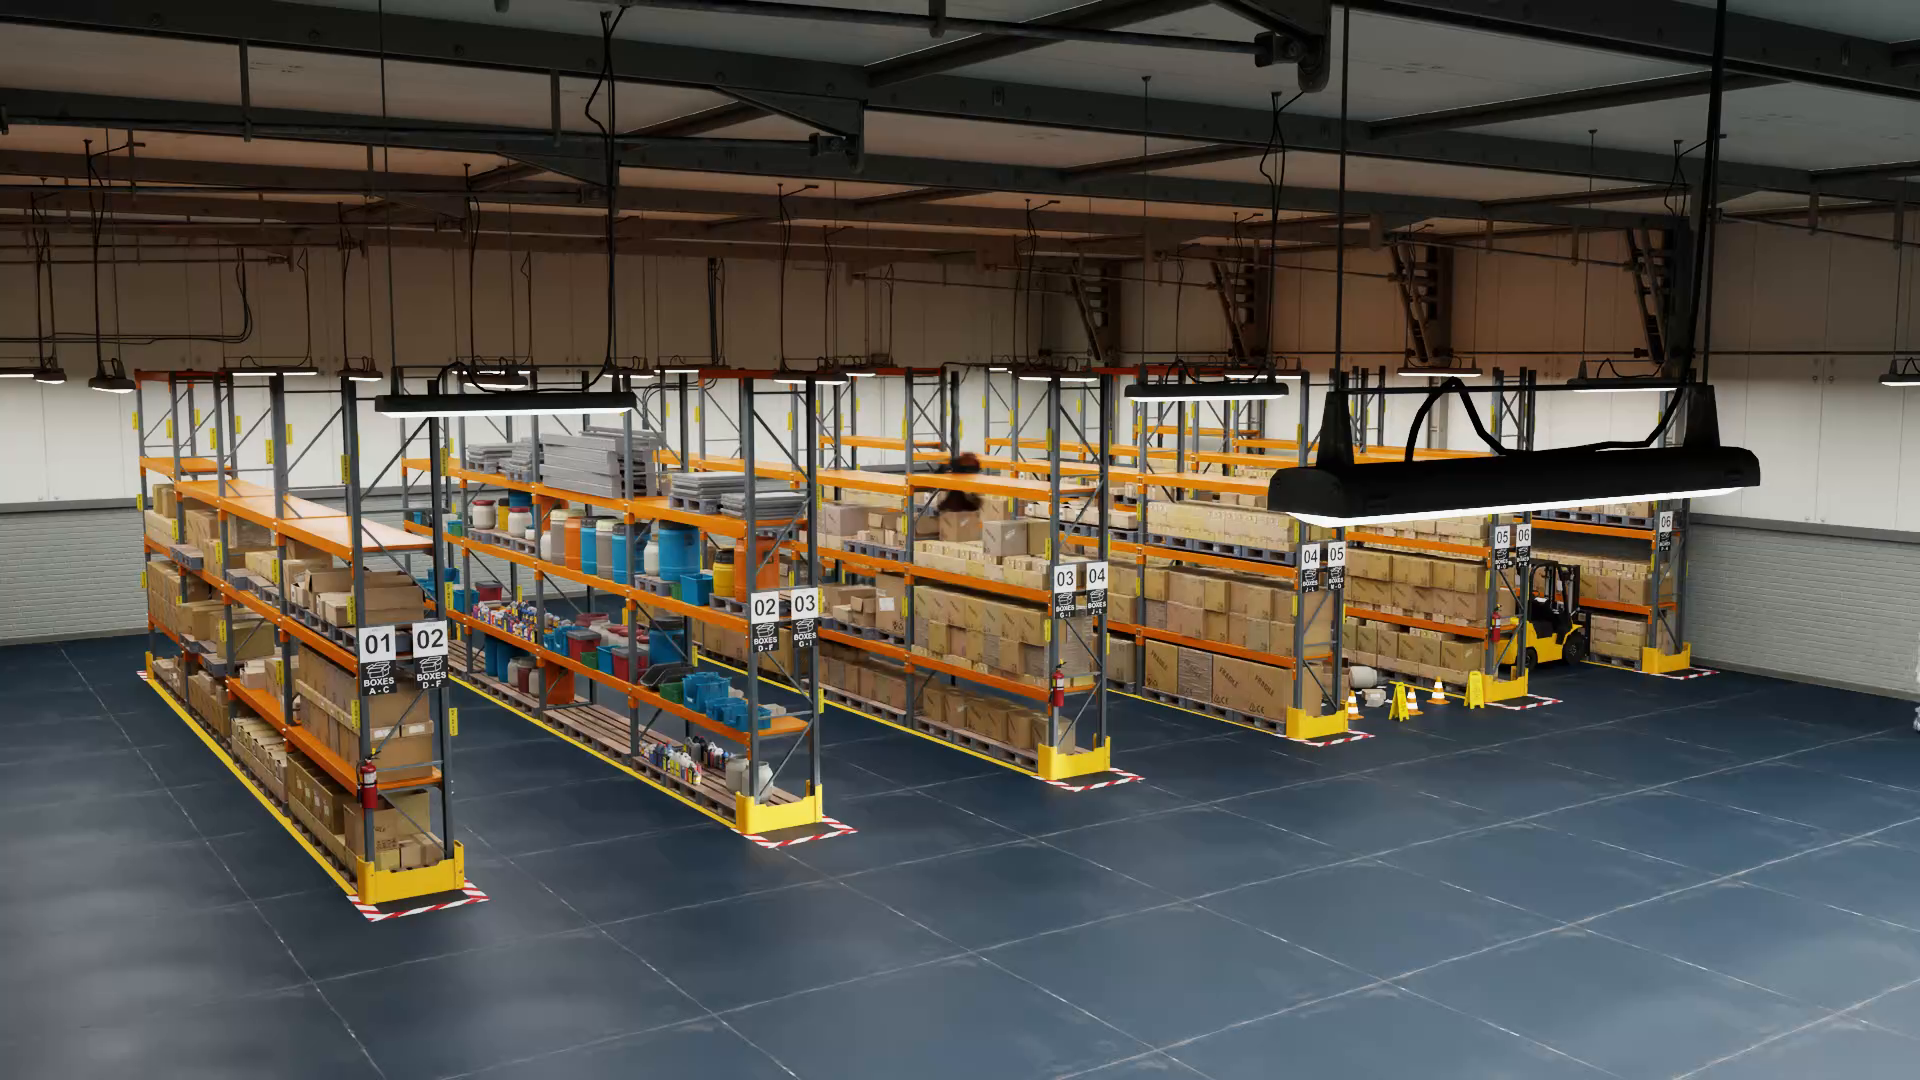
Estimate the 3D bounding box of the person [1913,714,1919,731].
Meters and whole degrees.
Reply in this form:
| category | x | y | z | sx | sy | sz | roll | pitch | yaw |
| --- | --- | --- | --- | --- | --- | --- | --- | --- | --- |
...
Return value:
| category | x | y | z | sx | sy | sz | roll | pitch | yaw |
| --- | --- | --- | --- | --- | --- | --- | --- | --- | --- |
| person | 16.192 | 2.353 | 27.368 | 0.812 | 1.750 | 0.696 | 5 | 8 | 38 |

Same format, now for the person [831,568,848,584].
| category | x | y | z | sx | sy | sz | roll | pitch | yaw |
| --- | --- | --- | --- | --- | --- | --- | --- | --- | --- |
| person | -3.110 | 0.628 | 42.543 | 0.656 | 1.781 | 0.979 | 4 | 8 | 34 |

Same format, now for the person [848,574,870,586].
| category | x | y | z | sx | sy | sz | roll | pitch | yaw |
| --- | --- | --- | --- | --- | --- | --- | --- | --- | --- |
| person | -2.503 | 0.798 | 41.995 | 0.644 | 1.657 | 0.677 | 2 | 7 | 18 |
